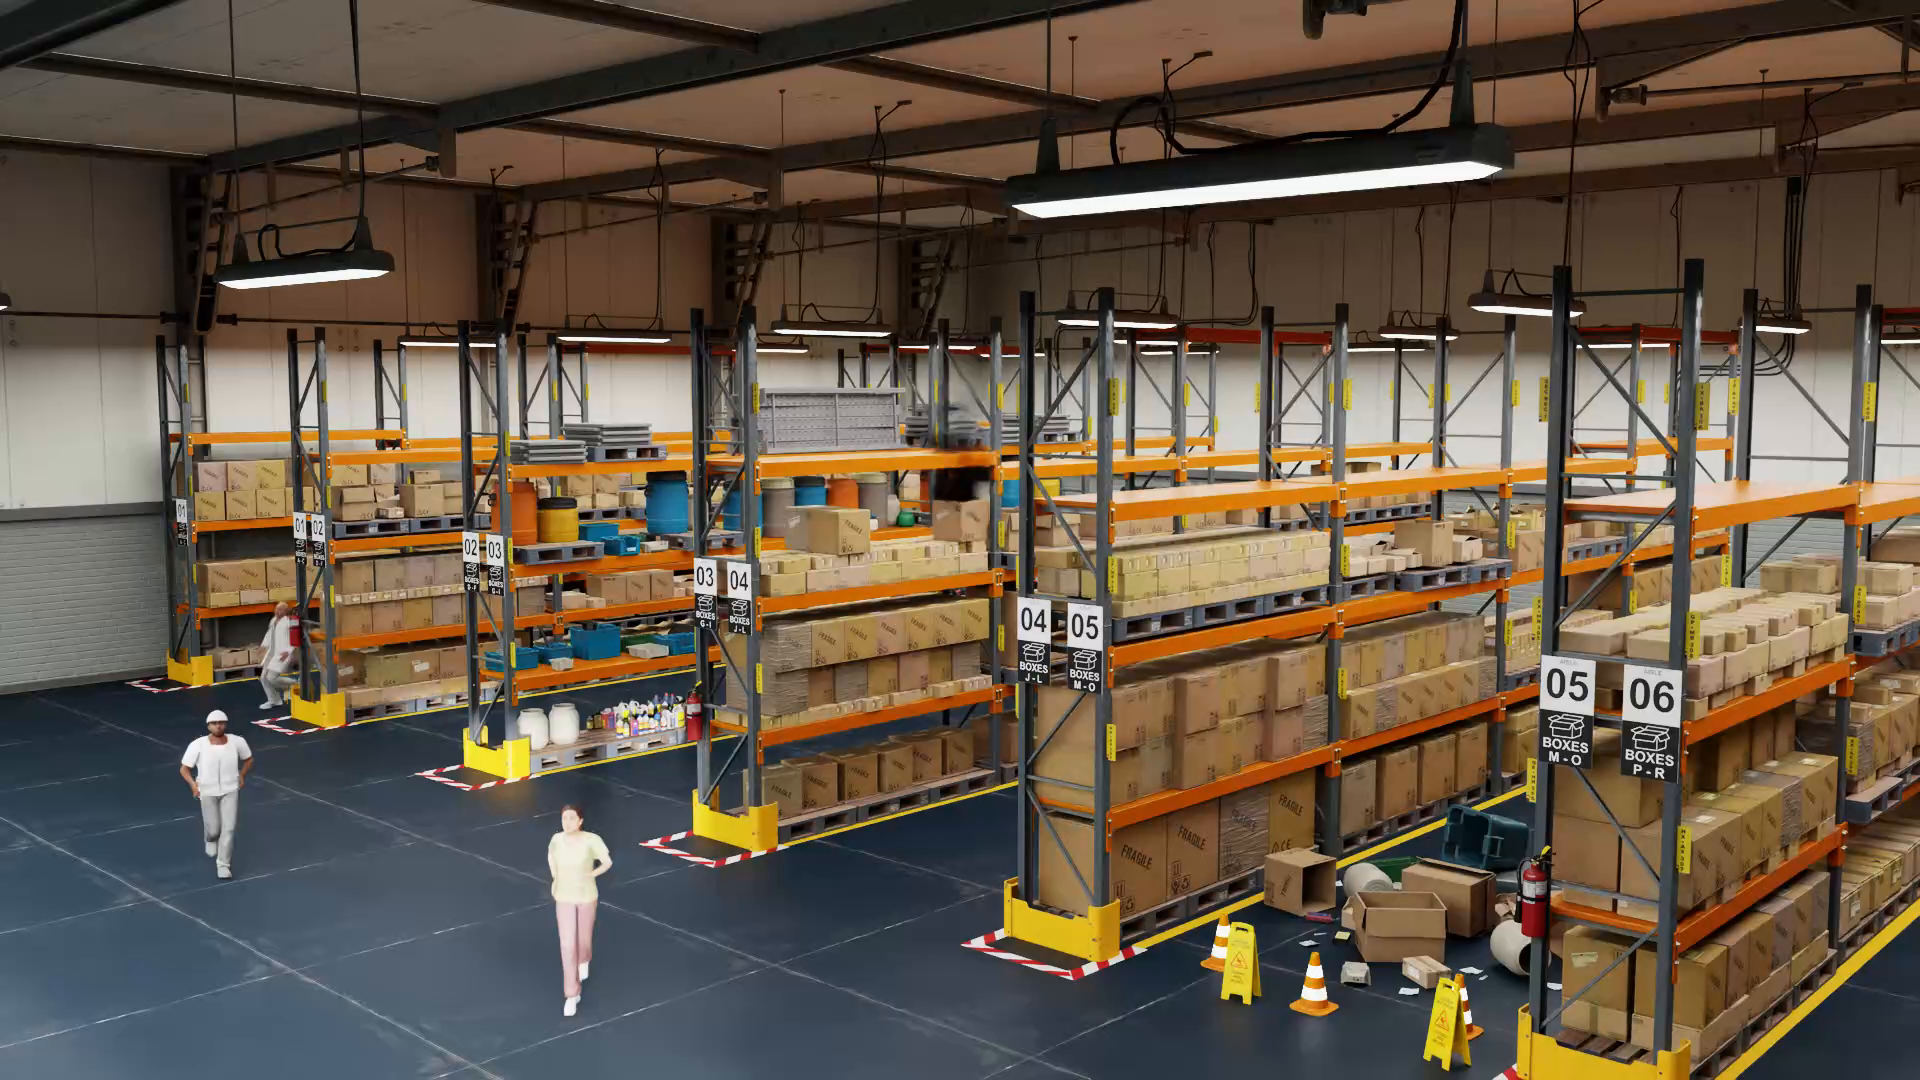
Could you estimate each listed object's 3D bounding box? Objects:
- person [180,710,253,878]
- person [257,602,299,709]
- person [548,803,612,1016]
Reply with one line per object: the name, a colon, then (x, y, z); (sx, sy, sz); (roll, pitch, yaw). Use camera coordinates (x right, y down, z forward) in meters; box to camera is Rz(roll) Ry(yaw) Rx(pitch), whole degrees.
person: (-7.813, 2.652, 17.547); (0.718, 1.735, 0.782); (-3, 6, -31)
person: (-10.805, 1.841, 26.505); (0.758, 1.701, 0.603); (3, 6, 32)
person: (-3.194, 3.025, 13.955); (0.564, 1.682, 0.894); (0, 5, -4)
